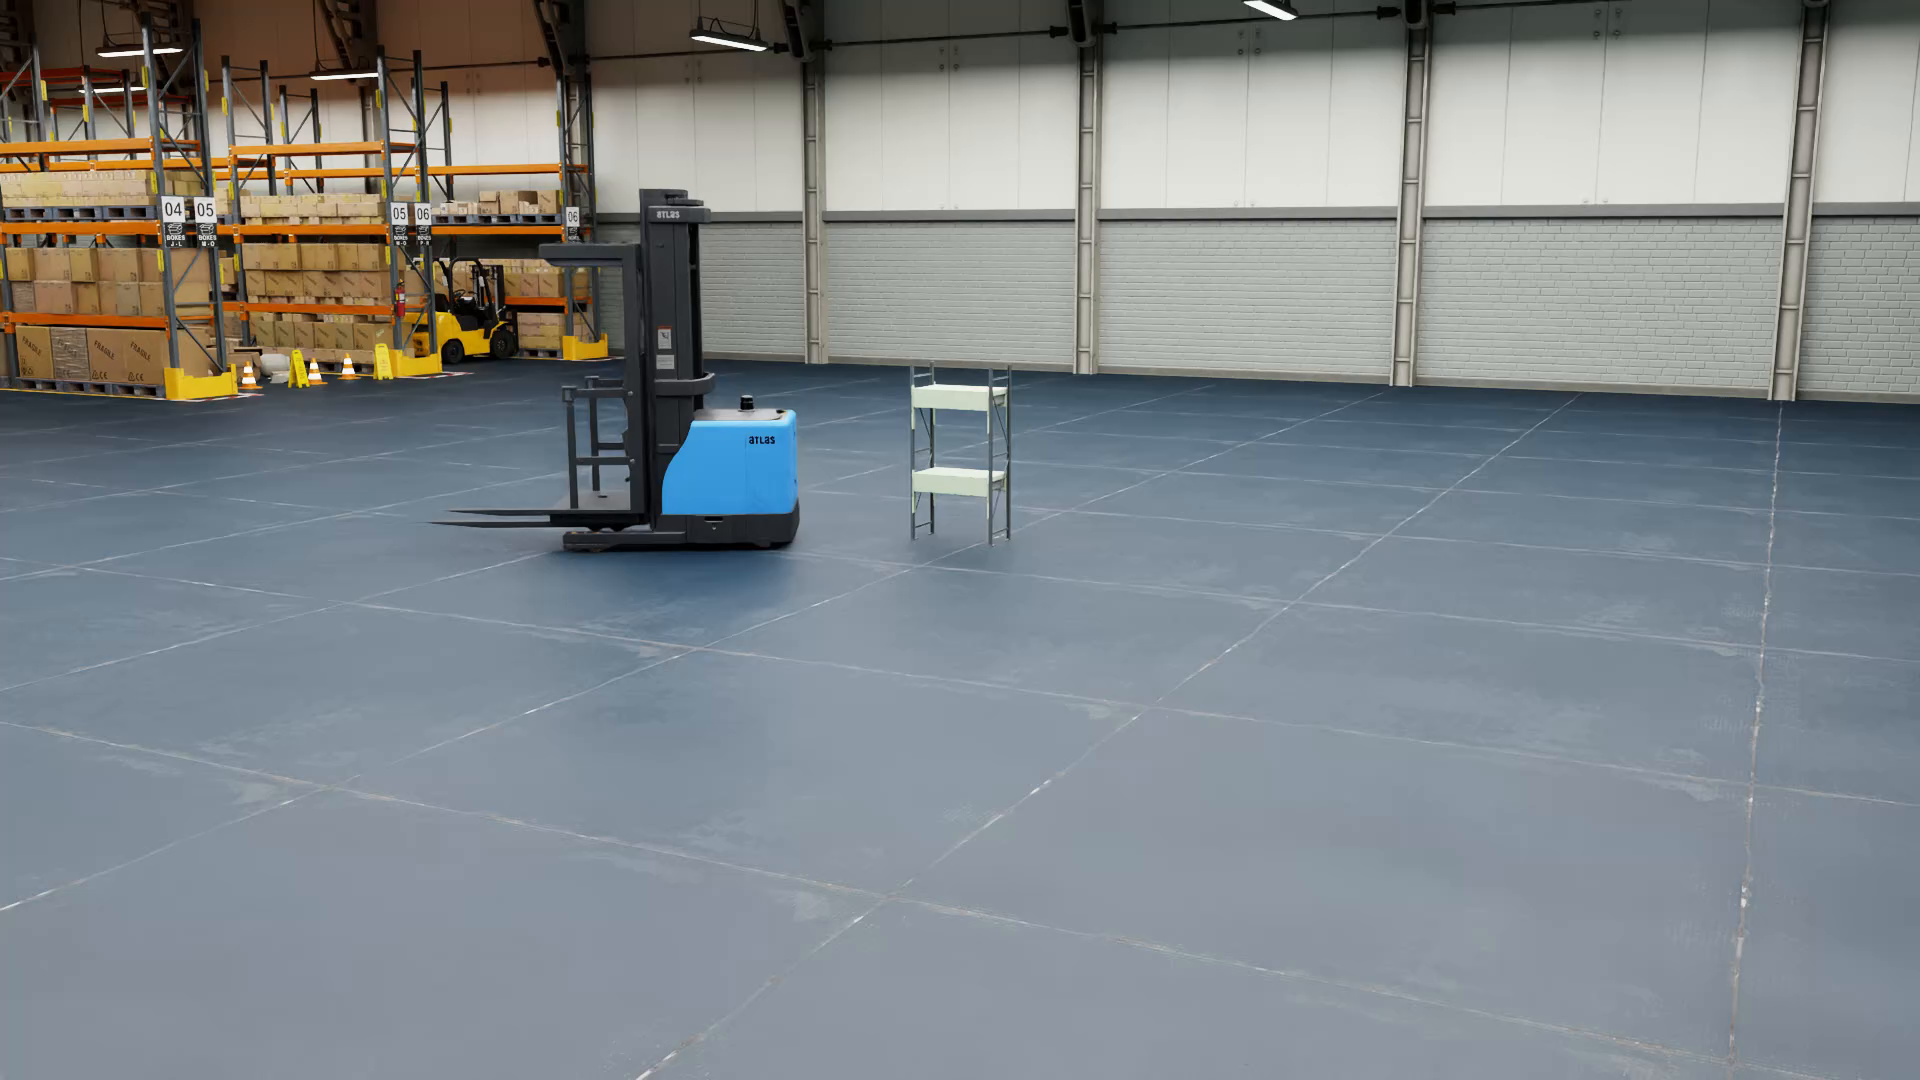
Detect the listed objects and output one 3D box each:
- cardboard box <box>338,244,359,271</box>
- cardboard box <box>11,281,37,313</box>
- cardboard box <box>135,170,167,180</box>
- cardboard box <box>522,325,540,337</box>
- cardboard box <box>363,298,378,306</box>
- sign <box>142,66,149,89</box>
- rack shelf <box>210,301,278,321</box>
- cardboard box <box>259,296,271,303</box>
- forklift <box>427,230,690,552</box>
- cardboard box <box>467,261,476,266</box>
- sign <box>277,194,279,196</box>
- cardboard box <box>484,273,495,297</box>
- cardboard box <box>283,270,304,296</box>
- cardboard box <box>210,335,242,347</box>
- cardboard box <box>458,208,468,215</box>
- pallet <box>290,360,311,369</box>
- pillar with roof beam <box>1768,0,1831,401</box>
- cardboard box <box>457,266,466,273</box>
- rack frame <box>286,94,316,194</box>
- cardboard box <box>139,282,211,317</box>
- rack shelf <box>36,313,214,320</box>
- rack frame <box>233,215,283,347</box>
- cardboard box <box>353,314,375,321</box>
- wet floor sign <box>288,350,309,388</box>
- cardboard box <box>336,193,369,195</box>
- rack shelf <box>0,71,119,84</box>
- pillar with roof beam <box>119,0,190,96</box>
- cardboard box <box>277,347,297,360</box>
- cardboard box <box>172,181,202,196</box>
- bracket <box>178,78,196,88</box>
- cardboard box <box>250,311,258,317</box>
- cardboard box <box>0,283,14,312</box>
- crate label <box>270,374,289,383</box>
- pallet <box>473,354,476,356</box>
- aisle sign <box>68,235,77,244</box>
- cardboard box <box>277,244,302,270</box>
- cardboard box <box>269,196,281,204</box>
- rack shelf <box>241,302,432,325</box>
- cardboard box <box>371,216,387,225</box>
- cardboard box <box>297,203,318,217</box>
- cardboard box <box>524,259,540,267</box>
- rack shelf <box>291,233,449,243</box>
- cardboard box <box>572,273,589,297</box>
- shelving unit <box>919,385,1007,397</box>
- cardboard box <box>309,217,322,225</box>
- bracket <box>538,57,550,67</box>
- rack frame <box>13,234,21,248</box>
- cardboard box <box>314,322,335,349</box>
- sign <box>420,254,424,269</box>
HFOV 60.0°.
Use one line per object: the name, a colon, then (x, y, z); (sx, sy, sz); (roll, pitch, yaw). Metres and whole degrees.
cardboard box: (-11.322, -5.360, 31.501); (0.500, 0.500, 0.700); (5, 11, 26)
cardboard box: (-15.667, -4.190, 28.535); (0.550, 0.550, 0.875); (5, 11, 26)
cardboard box: (-12.868, -5.801, 26.442); (0.250, 0.149, 0.380); (5, 11, 26)
cardboard box: (-9.143, -4.549, 36.078); (0.500, 0.250, 0.500); (5, 11, 25)
cardboard box: (-11.023, -4.500, 31.378); (0.250, 0.149, 0.380); (5, 11, 25)
sign: (-12.669, -7.193, 25.860); (0.005, 0.325, 0.100); (5, 11, 26)
rack shelf: (-15.697, -4.745, 34.045); (4.000, 0.370, 1.077); (5, 11, 26)
cardboard box: (-13.514, -4.730, 32.648); (0.250, 0.149, 0.380); (5, 12, 27)
forklift: (-3.344, -1.337, 13.943); (2.170, 2.733, 1.118); (0, 10, -2)
cardboard box: (-10.619, -6.099, 36.569); (0.250, 0.149, 0.380); (5, 11, 25)
sign: (-13.670, -6.759, 33.279); (0.005, 0.325, 0.100); (5, 11, 26)
cardboard box: (-10.058, -5.586, 36.390); (0.500, 0.500, 0.500); (5, 11, 26)
cardboard box: (-12.727, -4.980, 32.209); (0.500, 0.500, 0.500); (5, 11, 25)
cardboard box: (-15.021, -3.952, 33.843); (0.625, 0.372, 0.950); (6, 12, 29)
cardboard box: (-10.753, -7.198, 36.403); (0.250, 0.149, 0.380); (5, 12, 28)
pallet: (-13.286, -3.522, 33.098); (1.213, 0.211, 1.003); (5, 11, 26)
pillar with roof beam: (11.269, -5.991, 22.066); (0.400, 9.000, 9.100); (5, 11, 26)
cardboard box: (-10.874, -5.968, 36.682); (0.250, 0.149, 0.380); (5, 12, 27)
rack frame: (-15.299, -9.001, 38.697); (0.053, 2.616, 0.949); (5, 11, 26)
cardboard box: (-12.769, -3.923, 27.065); (0.550, 0.550, 0.875); (5, 11, 26)
rack shelf: (-14.210, -3.763, 27.868); (3.809, 0.052, 0.919); (5, 11, 26)
rack frame: (-13.904, -4.941, 33.110); (0.127, 3.000, 1.000); (5, 11, 26)
cardboard box: (-13.551, -4.933, 38.554); (0.625, 0.625, 0.875); (5, 11, 23)
wet floor sign: (-11.514, -2.983, 28.901); (0.232, 0.644, 0.267); (3, 11, 16)
cardboard box: (-13.843, -7.655, 37.938); (0.500, 0.500, 0.500); (5, 12, 27)
rack shelf: (-19.284, -9.718, 34.944); (3.687, 0.071, 0.831); (5, 11, 26)
pillar with roof beam: (-21.100, -11.756, 37.037); (0.548, 2.987, 8.718); (5, 11, 26)
cardboard box: (-13.010, -3.665, 32.600); (0.500, 0.250, 0.500); (6, 12, 29)
cardboard box: (-12.735, -5.711, 27.067); (0.500, 0.250, 0.500); (5, 11, 26)
bracket: (-18.896, -11.198, 40.725); (0.430, 0.232, 0.235); (5, 11, 26)
cardboard box: (-16.769, -5.436, 39.861); (0.250, 0.149, 0.380); (5, 11, 25)
cardboard box: (-16.590, -4.190, 28.681); (0.500, 0.500, 0.500); (5, 11, 25)
crate label: (-12.192, -2.893, 29.833); (0.298, 0.136, 0.250); (-1, 10, -4)
pallet: (-11.016, -4.293, 37.357); (1.213, 0.211, 1.003); (5, 11, 26)
aisle sign: (-22.663, -7.918, 42.256); (0.004, 0.787, 0.394); (5, 11, 26)
cardboard box: (-12.718, -5.472, 32.119); (0.500, 0.500, 0.700); (5, 11, 25)
cardboard box: (-13.063, -6.546, 32.021); (0.250, 0.149, 0.380); (5, 11, 25)
rack shelf: (-12.110, -4.430, 32.304); (4.000, 0.370, 1.077); (5, 11, 26)
cardboard box: (-10.760, -5.962, 31.033); (0.250, 0.149, 0.380); (5, 11, 26)
cardboard box: (-12.266, -6.291, 31.733); (0.500, 0.250, 0.500); (5, 11, 26)
cardboard box: (-9.210, -5.991, 35.972); (0.250, 0.149, 0.380); (5, 11, 26)
rack shelf: (-13.504, -7.014, 38.160); (4.000, 0.370, 1.077); (5, 11, 26)
cardboard box: (-8.445, -5.552, 36.203); (0.500, 0.500, 0.500); (5, 12, 28)
shelving unit: (0.006, -1.253, 14.000); (0.686, 0.052, 0.368); (5, 11, 26)
cardboard box: (-12.157, -6.076, 31.662); (0.250, 0.149, 0.380); (5, 11, 25)
bracket: (-8.878, -10.317, 35.862); (0.430, 0.232, 0.235); (5, 11, 26)
rack frame: (-21.078, -5.572, 36.594); (0.127, 3.000, 1.000); (5, 11, 26)
cardboard box: (-12.069, -3.952, 32.078); (0.500, 0.500, 0.500); (5, 11, 24)
sign: (-11.942, -6.178, 36.913); (0.005, 0.325, 0.100); (5, 11, 26)
